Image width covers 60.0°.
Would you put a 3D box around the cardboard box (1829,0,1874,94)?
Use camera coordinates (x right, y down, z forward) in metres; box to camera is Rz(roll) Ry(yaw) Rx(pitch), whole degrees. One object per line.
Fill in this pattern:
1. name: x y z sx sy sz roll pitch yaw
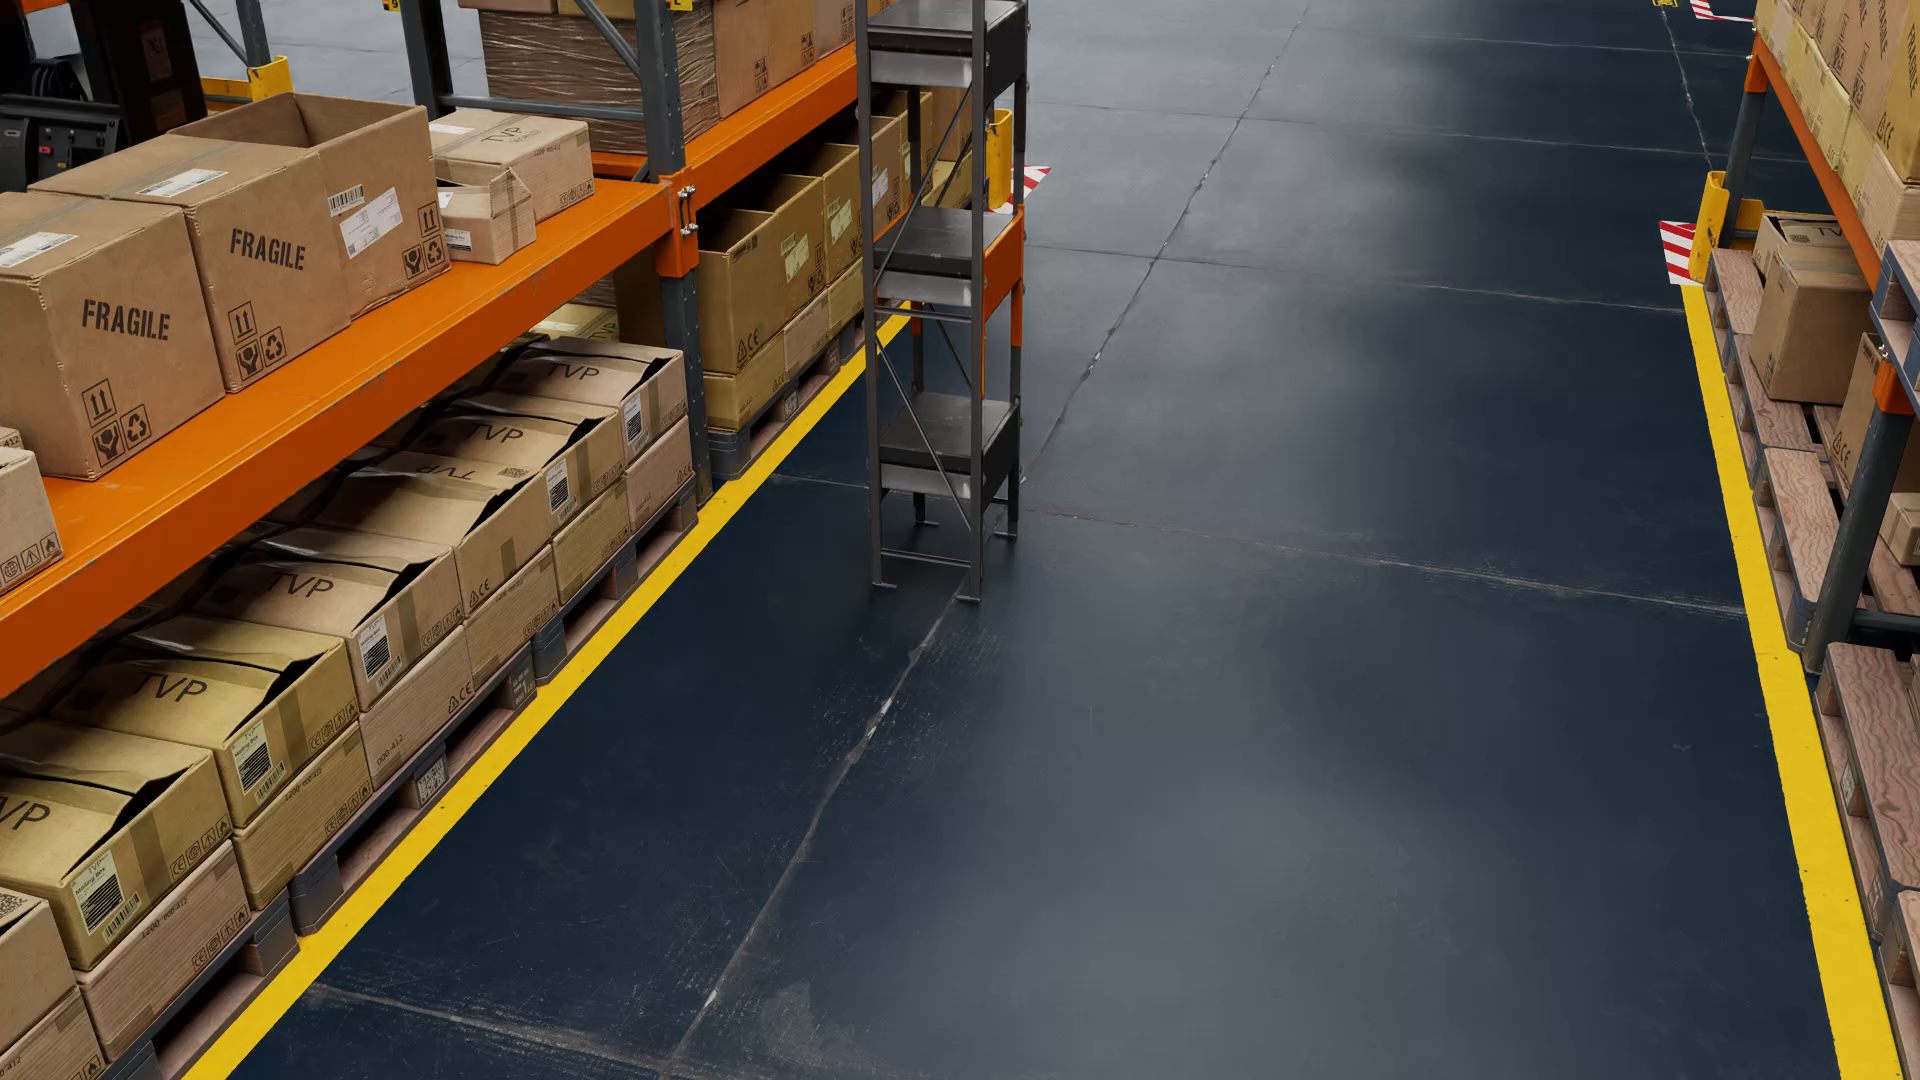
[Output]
1. cardboard box: 3.410 -1.823 5.805 0.500 0.500 0.500 8 30 13

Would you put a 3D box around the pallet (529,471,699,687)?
1. pallet: -1.648 0.038 5.965 1.003 0.211 1.213 8 30 15

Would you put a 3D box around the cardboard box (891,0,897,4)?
1. cardboard box: -0.594 -2.971 8.403 0.700 0.500 0.500 9 30 16

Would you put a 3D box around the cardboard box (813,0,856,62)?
1. cardboard box: -0.896 -2.496 7.549 0.700 0.500 0.500 9 30 16

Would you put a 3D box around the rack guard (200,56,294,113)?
1. rack guard: -5.006 -2.962 11.060 1.175 0.500 0.348 8 30 15

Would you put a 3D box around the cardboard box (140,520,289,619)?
1. cardboard box: -2.278 0.116 4.776 0.500 0.311 0.500 9 30 16

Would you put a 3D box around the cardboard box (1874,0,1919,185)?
1. cardboard box: 3.111 -1.358 4.968 0.500 0.500 0.500 8 30 15

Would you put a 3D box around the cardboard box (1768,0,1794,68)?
1. cardboard box: 3.856 -2.201 7.254 0.500 0.250 0.500 8 30 13

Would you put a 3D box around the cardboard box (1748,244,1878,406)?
1. cardboard box: 3.722 -0.875 6.856 0.700 0.500 0.500 7 30 12

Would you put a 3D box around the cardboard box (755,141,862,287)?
1. cardboard box: -0.740 -1.474 7.439 0.500 0.500 0.500 8 30 15

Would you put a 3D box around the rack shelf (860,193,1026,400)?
1. rack shelf: -0.049 -0.829 5.608 0.431 0.518 0.480 8 30 15

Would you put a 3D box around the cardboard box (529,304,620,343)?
1. cardboard box: -1.542 -0.757 6.922 0.500 0.250 0.500 8 30 15

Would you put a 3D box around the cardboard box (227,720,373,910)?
1. cardboard box: -1.915 0.671 4.355 0.500 0.250 0.500 8 30 14

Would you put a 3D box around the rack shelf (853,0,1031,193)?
1. rack shelf: -0.049 -1.440 5.268 0.431 0.518 0.480 8 30 15

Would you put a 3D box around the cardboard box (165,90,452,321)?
1. cardboard box: -1.865 -0.973 4.810 0.500 0.500 0.500 11 31 18

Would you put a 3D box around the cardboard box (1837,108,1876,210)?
1. cardboard box: 3.271 -1.260 5.564 0.500 0.250 0.500 9 30 15

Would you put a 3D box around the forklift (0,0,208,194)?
1. forklift: -3.284 -1.235 5.454 1.130 2.935 3.031 9 30 16

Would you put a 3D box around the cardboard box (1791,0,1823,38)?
1. cardboard box: 3.702 -2.307 6.674 0.500 0.500 0.500 8 30 13

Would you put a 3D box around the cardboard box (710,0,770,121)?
1. cardboard box: -1.196 -2.025 6.703 0.700 0.500 0.500 8 30 14

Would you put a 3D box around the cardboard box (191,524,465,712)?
1. cardboard box: -1.760 0.181 4.659 0.500 0.311 0.500 8 30 14

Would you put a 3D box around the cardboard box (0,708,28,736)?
1. cardboard box: -2.578 0.582 3.937 0.500 0.311 0.500 8 30 14

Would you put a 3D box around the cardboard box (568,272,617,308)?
1. cardboard box: -1.384 -1.316 7.154 0.500 0.500 0.500 8 30 15

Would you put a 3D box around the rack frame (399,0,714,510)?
1. rack frame: -1.469 -1.529 5.912 1.000 3.000 0.127 8 30 15

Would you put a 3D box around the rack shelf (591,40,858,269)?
1. rack shelf: -0.882 -2.144 7.758 1.077 0.370 4.000 8 30 15

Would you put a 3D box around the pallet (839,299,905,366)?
1. pallet: -0.839 -1.242 8.266 1.003 0.211 1.213 8 30 15

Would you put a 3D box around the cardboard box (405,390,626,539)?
1. cardboard box: -1.460 -0.284 5.494 0.500 0.311 0.500 9 30 16

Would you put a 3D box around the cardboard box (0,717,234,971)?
1. cardboard box: -2.062 0.657 3.804 0.500 0.311 0.500 8 30 14

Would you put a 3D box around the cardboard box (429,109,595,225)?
1. cardboard box: -1.572 -1.228 5.526 0.500 0.250 0.500 10 31 18

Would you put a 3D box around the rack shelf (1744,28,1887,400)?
1. rack shelf: 3.855 -1.439 6.490 1.077 0.370 4.000 8 30 15

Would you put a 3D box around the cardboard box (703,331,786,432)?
1. cardboard box: -1.043 -0.683 6.788 0.500 0.250 0.500 8 30 15

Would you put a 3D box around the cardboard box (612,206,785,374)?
1. cardboard box: -1.033 -1.009 6.603 0.500 0.500 0.500 8 30 15

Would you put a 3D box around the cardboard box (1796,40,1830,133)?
1. cardboard box: 3.551 -1.730 6.408 0.500 0.250 0.500 9 30 15

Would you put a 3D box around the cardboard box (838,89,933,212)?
1. cardboard box: -0.447 -1.939 8.274 0.500 0.500 0.500 8 30 15

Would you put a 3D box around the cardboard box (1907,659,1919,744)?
1. cardboard box: 3.068 0.421 4.526 0.700 0.500 0.500 10 30 17

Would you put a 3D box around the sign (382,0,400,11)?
1. sign: -2.000 -2.020 5.824 0.100 0.325 0.005 8 30 15

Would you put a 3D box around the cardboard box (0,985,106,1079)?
1. cardboard box: -2.209 1.147 3.499 0.500 0.250 0.500 8 30 15

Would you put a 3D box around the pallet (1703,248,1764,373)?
1. pallet: 4.147 -1.056 7.931 1.003 0.211 1.213 8 30 15

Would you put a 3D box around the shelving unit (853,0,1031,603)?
1. shelving unit: -0.049 -0.841 5.601 0.431 2.100 0.503 8 30 15

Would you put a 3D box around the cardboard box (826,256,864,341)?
1. cardboard box: -0.740 -1.146 7.621 0.500 0.250 0.500 8 30 15

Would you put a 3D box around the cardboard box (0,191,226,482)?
1. cardboard box: -2.166 -0.495 3.952 0.500 0.500 0.500 7 30 12

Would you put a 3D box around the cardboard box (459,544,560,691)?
1. cardboard box: -1.613 0.196 5.208 0.500 0.250 0.500 9 30 16

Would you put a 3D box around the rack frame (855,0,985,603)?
1. rack frame: -0.120 -0.727 5.397 0.400 2.100 0.015 8 30 15

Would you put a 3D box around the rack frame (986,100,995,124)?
1. rack frame: -0.295 -3.387 9.254 1.000 3.000 0.127 8 30 15

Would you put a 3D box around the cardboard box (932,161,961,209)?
1. cardboard box: -0.305 -1.844 8.876 0.500 0.250 0.500 8 30 15

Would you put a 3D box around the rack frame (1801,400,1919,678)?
1. rack frame: 3.268 -0.823 4.645 1.000 3.000 0.127 8 30 15

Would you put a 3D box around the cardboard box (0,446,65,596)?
1. cardboard box: -2.195 -0.019 3.290 0.500 0.311 0.500 8 30 14

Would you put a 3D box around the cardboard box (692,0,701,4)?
1. cardboard box: -1.131 -2.070 6.115 0.380 0.149 0.250 9 30 16

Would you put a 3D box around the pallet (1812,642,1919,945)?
1. pallet: 3.041 0.757 4.672 1.003 0.211 1.213 8 30 15

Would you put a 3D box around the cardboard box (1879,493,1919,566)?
1. cardboard box: 3.396 -0.030 5.681 0.380 0.166 0.250 5 29 8

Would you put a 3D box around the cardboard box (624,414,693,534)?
1. cardboard box: -1.314 -0.276 6.058 0.500 0.250 0.500 8 30 14

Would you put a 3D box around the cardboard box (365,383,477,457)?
1. cardboard box: -1.980 -0.367 5.644 0.500 0.311 0.500 8 30 14

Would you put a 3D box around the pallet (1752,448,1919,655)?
1. pallet: 3.431 0.078 5.893 1.003 0.211 1.213 8 30 15

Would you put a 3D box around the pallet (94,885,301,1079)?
1. pallet: -2.364 1.172 3.926 1.003 0.211 1.213 8 30 15
